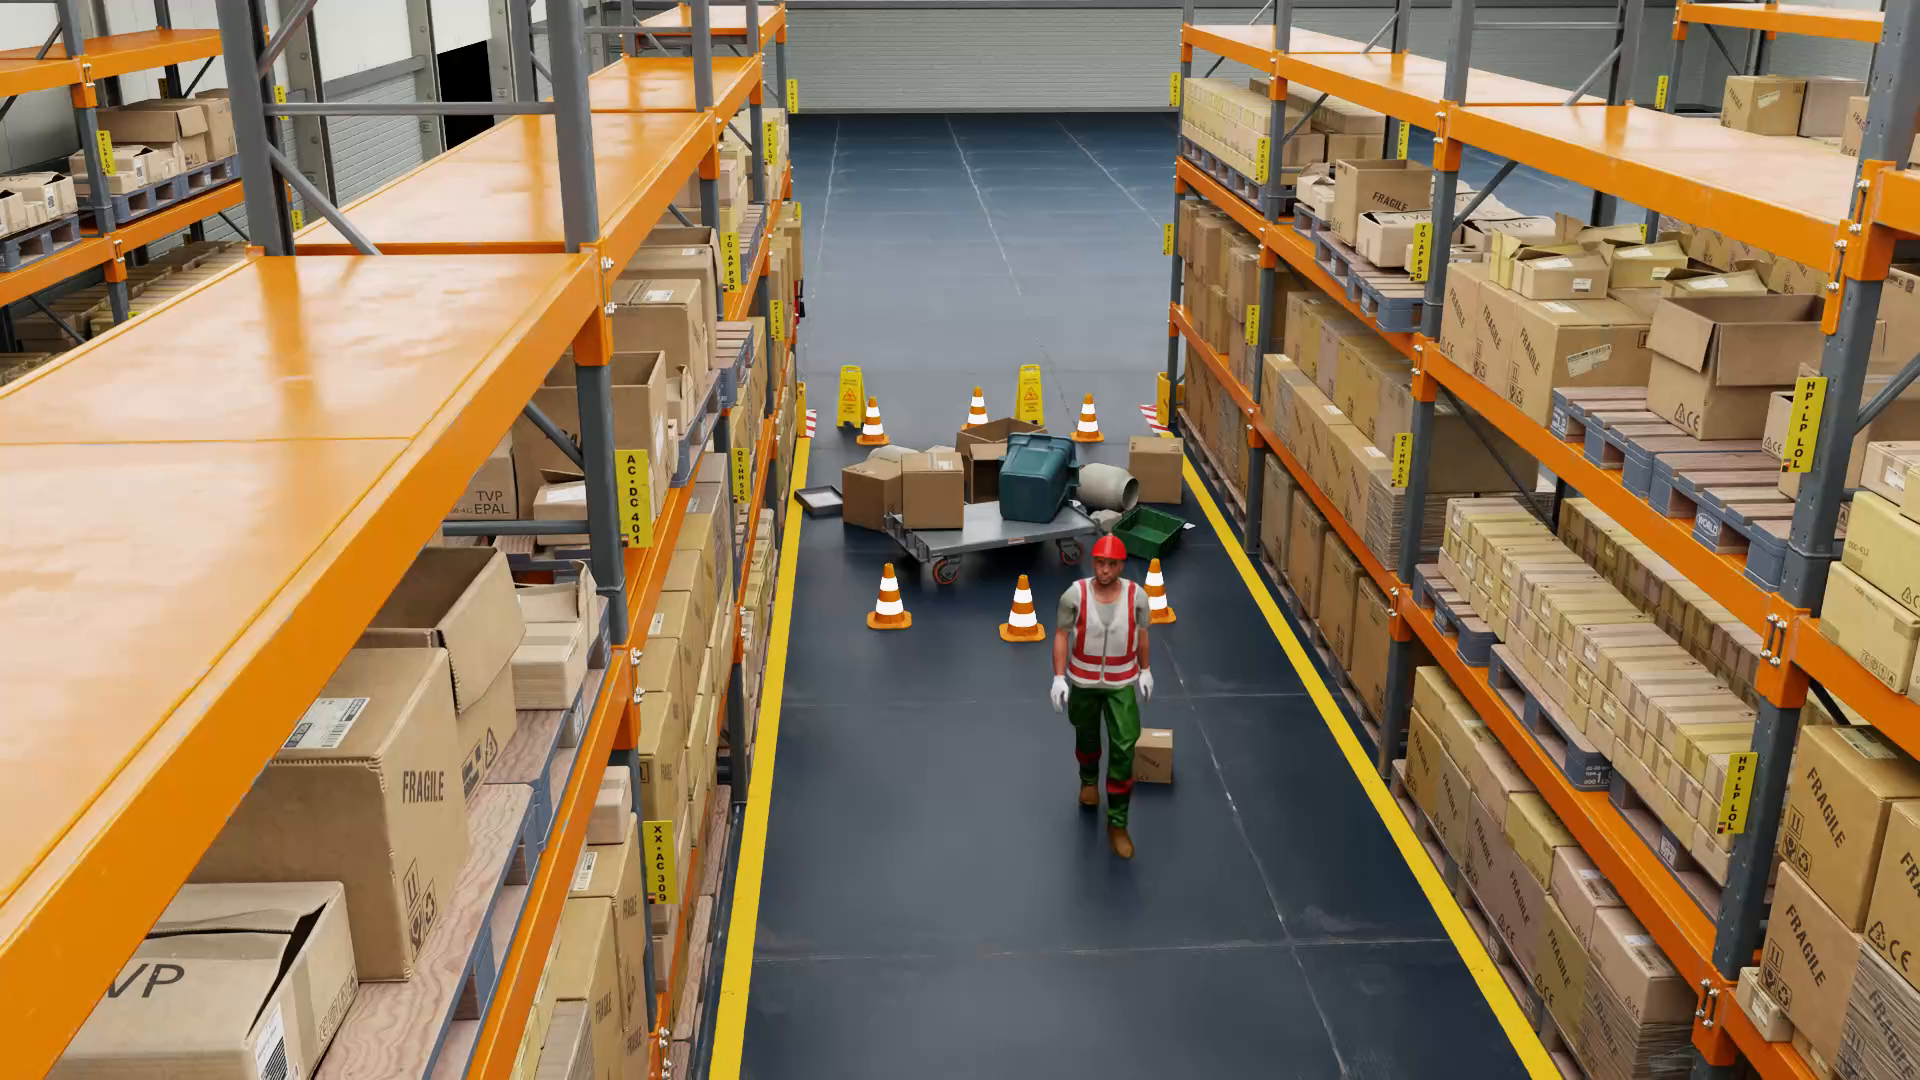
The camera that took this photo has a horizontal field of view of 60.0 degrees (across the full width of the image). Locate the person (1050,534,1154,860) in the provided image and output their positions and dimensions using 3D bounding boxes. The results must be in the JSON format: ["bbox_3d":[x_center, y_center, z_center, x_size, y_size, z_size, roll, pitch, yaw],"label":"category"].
[{"bbox_3d":[0.821,0.854,9.589,0.593,1.813,0.799,2,20,6],"label":"person"}]
